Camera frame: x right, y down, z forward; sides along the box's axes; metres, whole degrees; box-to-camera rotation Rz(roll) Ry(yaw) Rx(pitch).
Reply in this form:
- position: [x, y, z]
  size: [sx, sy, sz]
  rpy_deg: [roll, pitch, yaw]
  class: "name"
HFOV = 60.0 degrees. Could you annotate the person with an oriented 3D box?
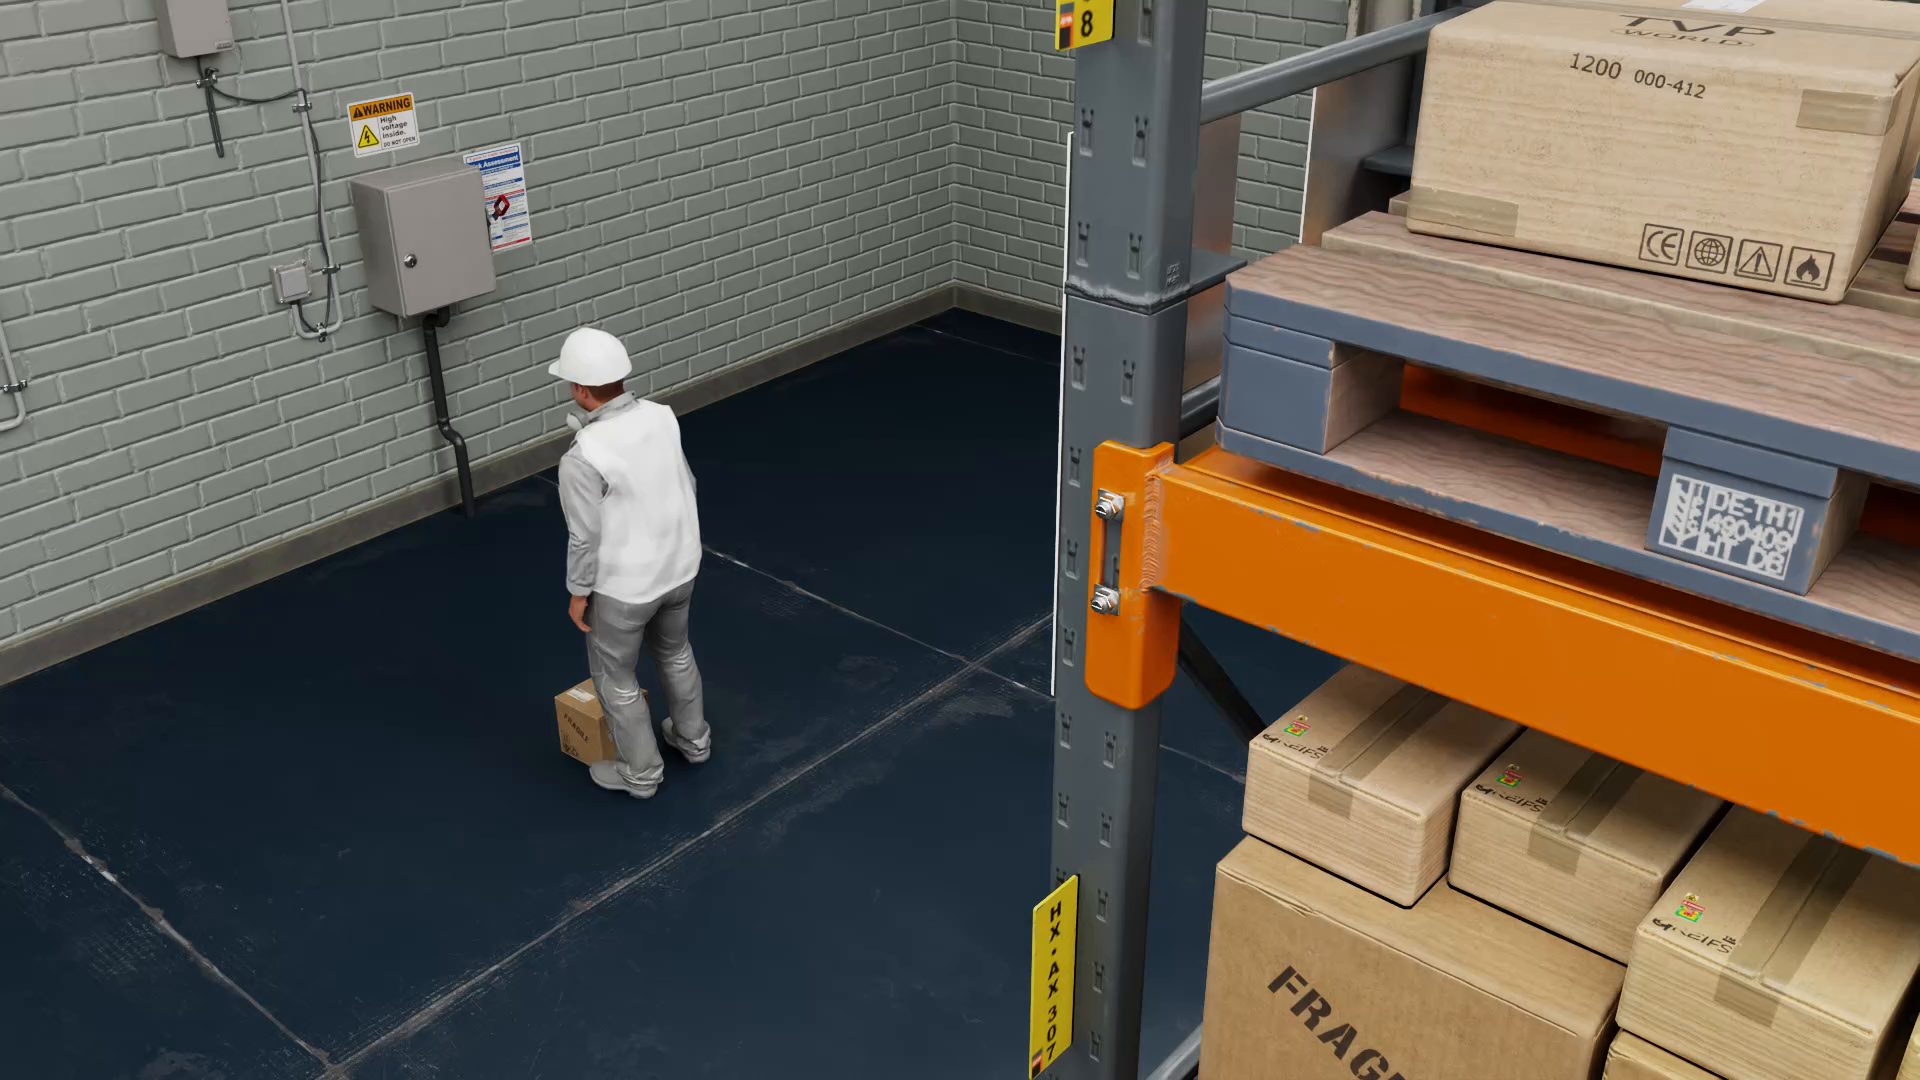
- position: [-1.162, 0.097, 5.901]
  size: [0.463, 1.770, 0.584]
  rpy_deg: [19, 33, 32]
  class: "person"
